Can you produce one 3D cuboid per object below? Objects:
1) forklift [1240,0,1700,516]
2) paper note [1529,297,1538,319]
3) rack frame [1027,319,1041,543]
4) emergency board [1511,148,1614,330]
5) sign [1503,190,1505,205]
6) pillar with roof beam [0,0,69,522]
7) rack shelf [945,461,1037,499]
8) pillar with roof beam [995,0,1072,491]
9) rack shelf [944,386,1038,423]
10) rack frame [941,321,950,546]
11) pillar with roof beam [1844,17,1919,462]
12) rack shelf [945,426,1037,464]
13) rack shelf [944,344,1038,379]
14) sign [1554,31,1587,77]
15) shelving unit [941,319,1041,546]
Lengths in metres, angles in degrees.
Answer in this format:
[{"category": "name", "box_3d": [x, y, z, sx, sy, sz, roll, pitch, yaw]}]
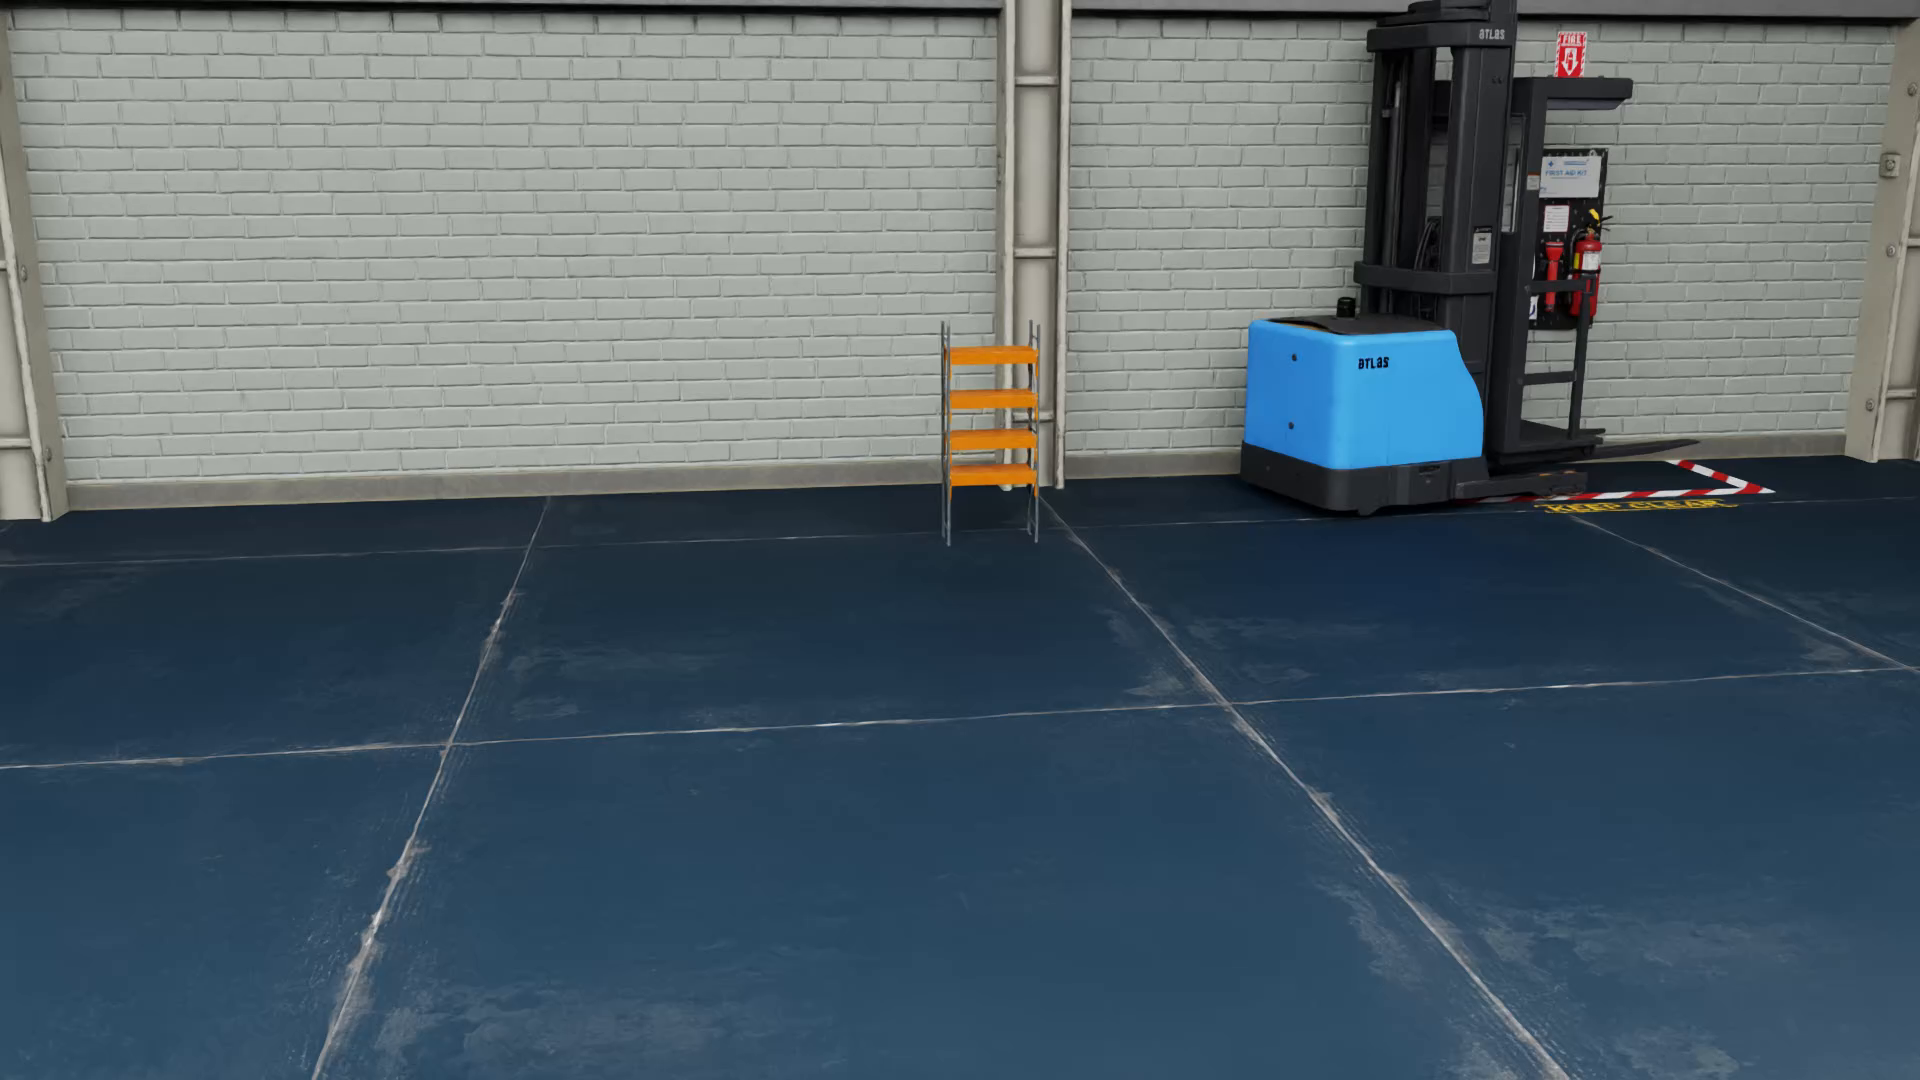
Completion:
[{"category": "forklift", "box_3d": [3.324, -1.777, 10.281, 3.031, 2.935, 1.130, -6, 15, -23]}, {"category": "paper note", "box_3d": [3.741, -1.530, 10.966, 0.142, 0.148, 0.016, -2, 14, -8]}, {"category": "rack frame", "box_3d": [0.405, -0.597, 9.135, 0.015, 1.200, 0.240, -2, 14, -8]}, {"category": "emergency board", "box_3d": [3.927, -1.947, 10.818, 0.643, 1.169, 0.194, -2, 14, -8]}, {"category": "sign", "box_3d": [3.370, -2.224, 10.761, 0.331, 0.109, 0.001, -2, 14, -8]}, {"category": "pillar with roof beam", "box_3d": [-4.849, -3.467, 4.546, 0.400, 9.000, 9.100, -2, 14, -8]}, {"category": "rack shelf", "box_3d": [0.164, -0.330, 9.164, 0.480, 0.148, 0.258, -2, 14, -8]}, {"category": "pillar with roof beam", "box_3d": [1.084, -3.684, 5.413, 0.400, 9.000, 9.100, -2, 14, -8]}, {"category": "rack shelf", "box_3d": [0.164, -0.740, 9.062, 0.480, 0.148, 0.258, -2, 14, -8]}, {"category": "rack frame", "box_3d": [-0.078, -0.579, 9.065, 0.015, 1.200, 0.240, -2, 14, -8]}, {"category": "pillar with roof beam", "box_3d": [7.017, -3.902, 6.280, 0.400, 9.000, 9.100, -2, 14, -8]}, {"category": "rack shelf", "box_3d": [0.164, -0.523, 9.116, 0.480, 0.148, 0.258, -2, 14, -8]}, {"category": "rack shelf", "box_3d": [0.164, -0.969, 9.004, 0.480, 0.148, 0.258, -2, 14, -8]}, {"category": "sign", "box_3d": [3.904, -3.095, 10.631, 0.199, 0.298, 0.001, -2, 14, -8]}, {"category": "shelving unit", "box_3d": [0.164, -0.588, 9.100, 0.503, 1.200, 0.258, -2, 14, -8]}]
